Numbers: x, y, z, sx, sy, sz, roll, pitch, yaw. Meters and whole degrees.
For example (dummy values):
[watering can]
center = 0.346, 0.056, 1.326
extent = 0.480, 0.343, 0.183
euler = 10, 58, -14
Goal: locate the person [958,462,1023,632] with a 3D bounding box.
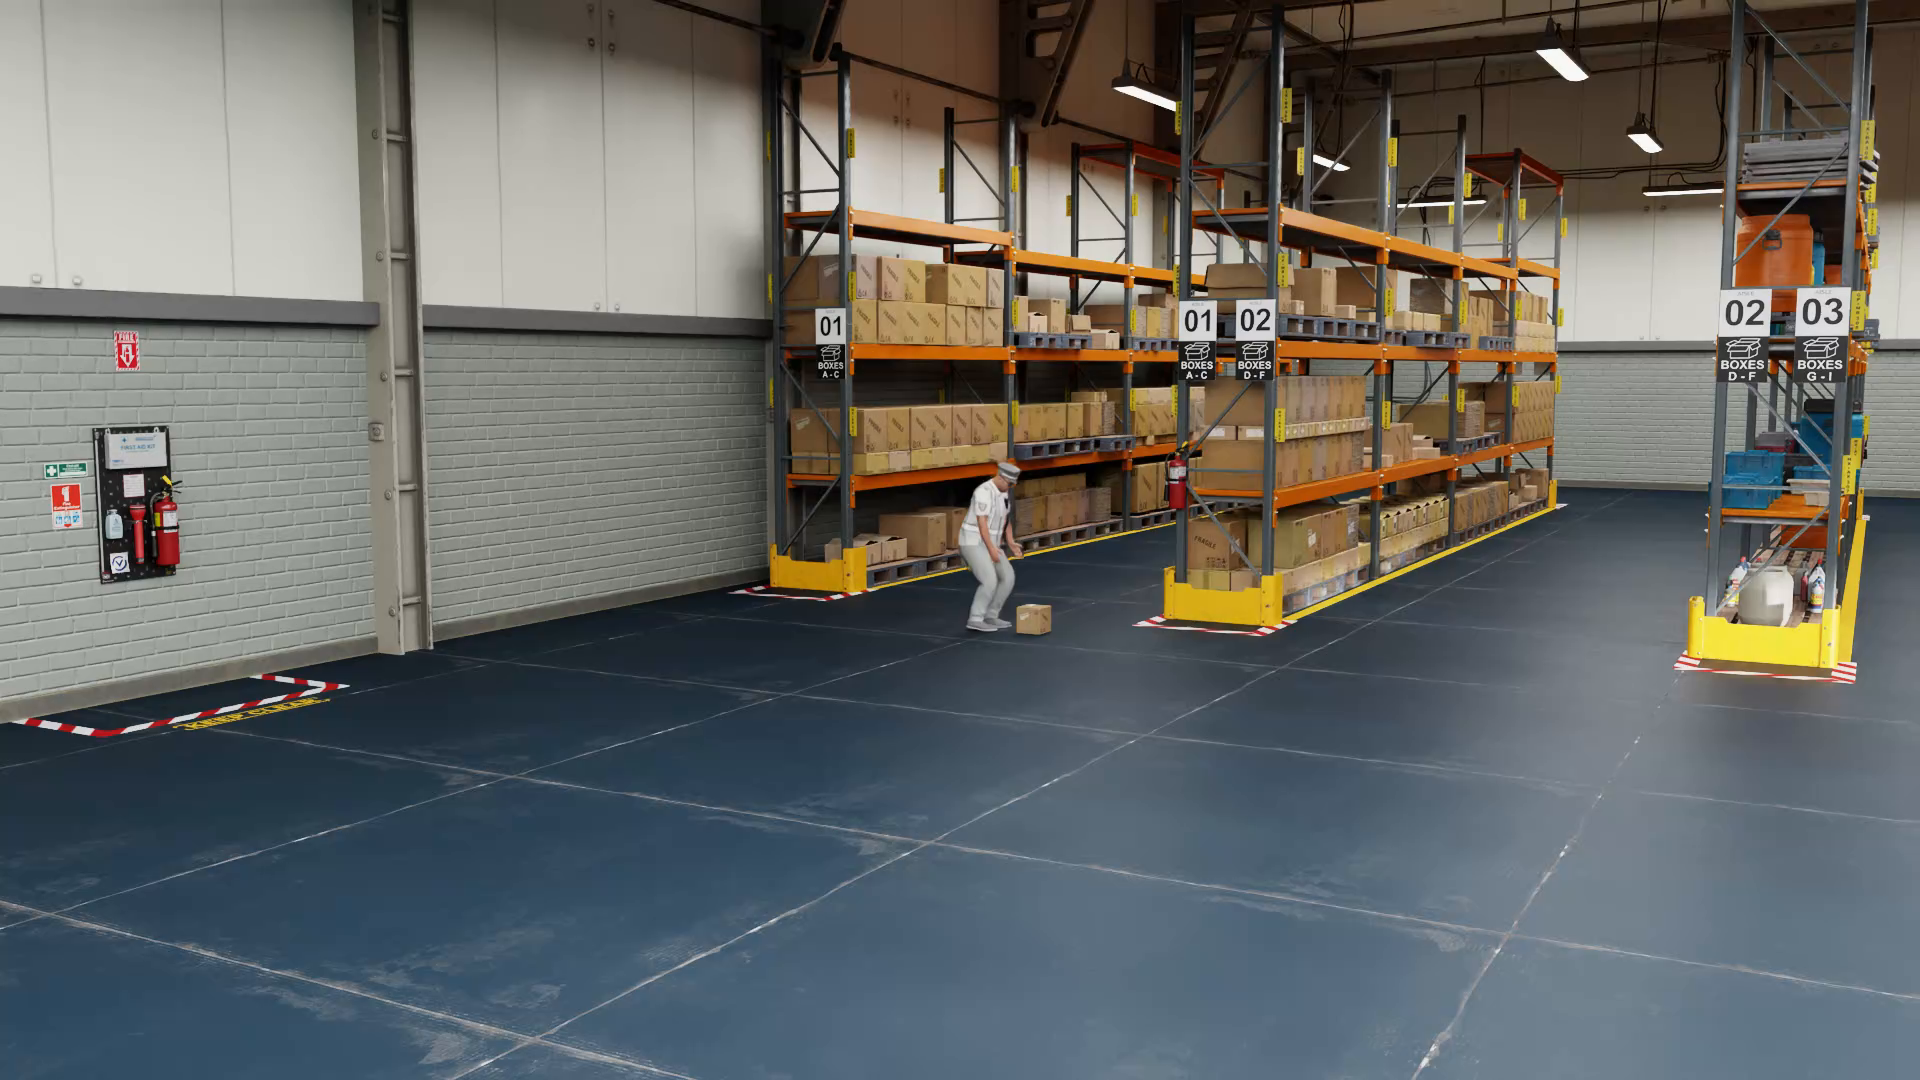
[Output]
[person]
center = 0.311, 0.058, 16.185
extent = 0.609, 1.633, 0.575
euler = 3, 7, 30
